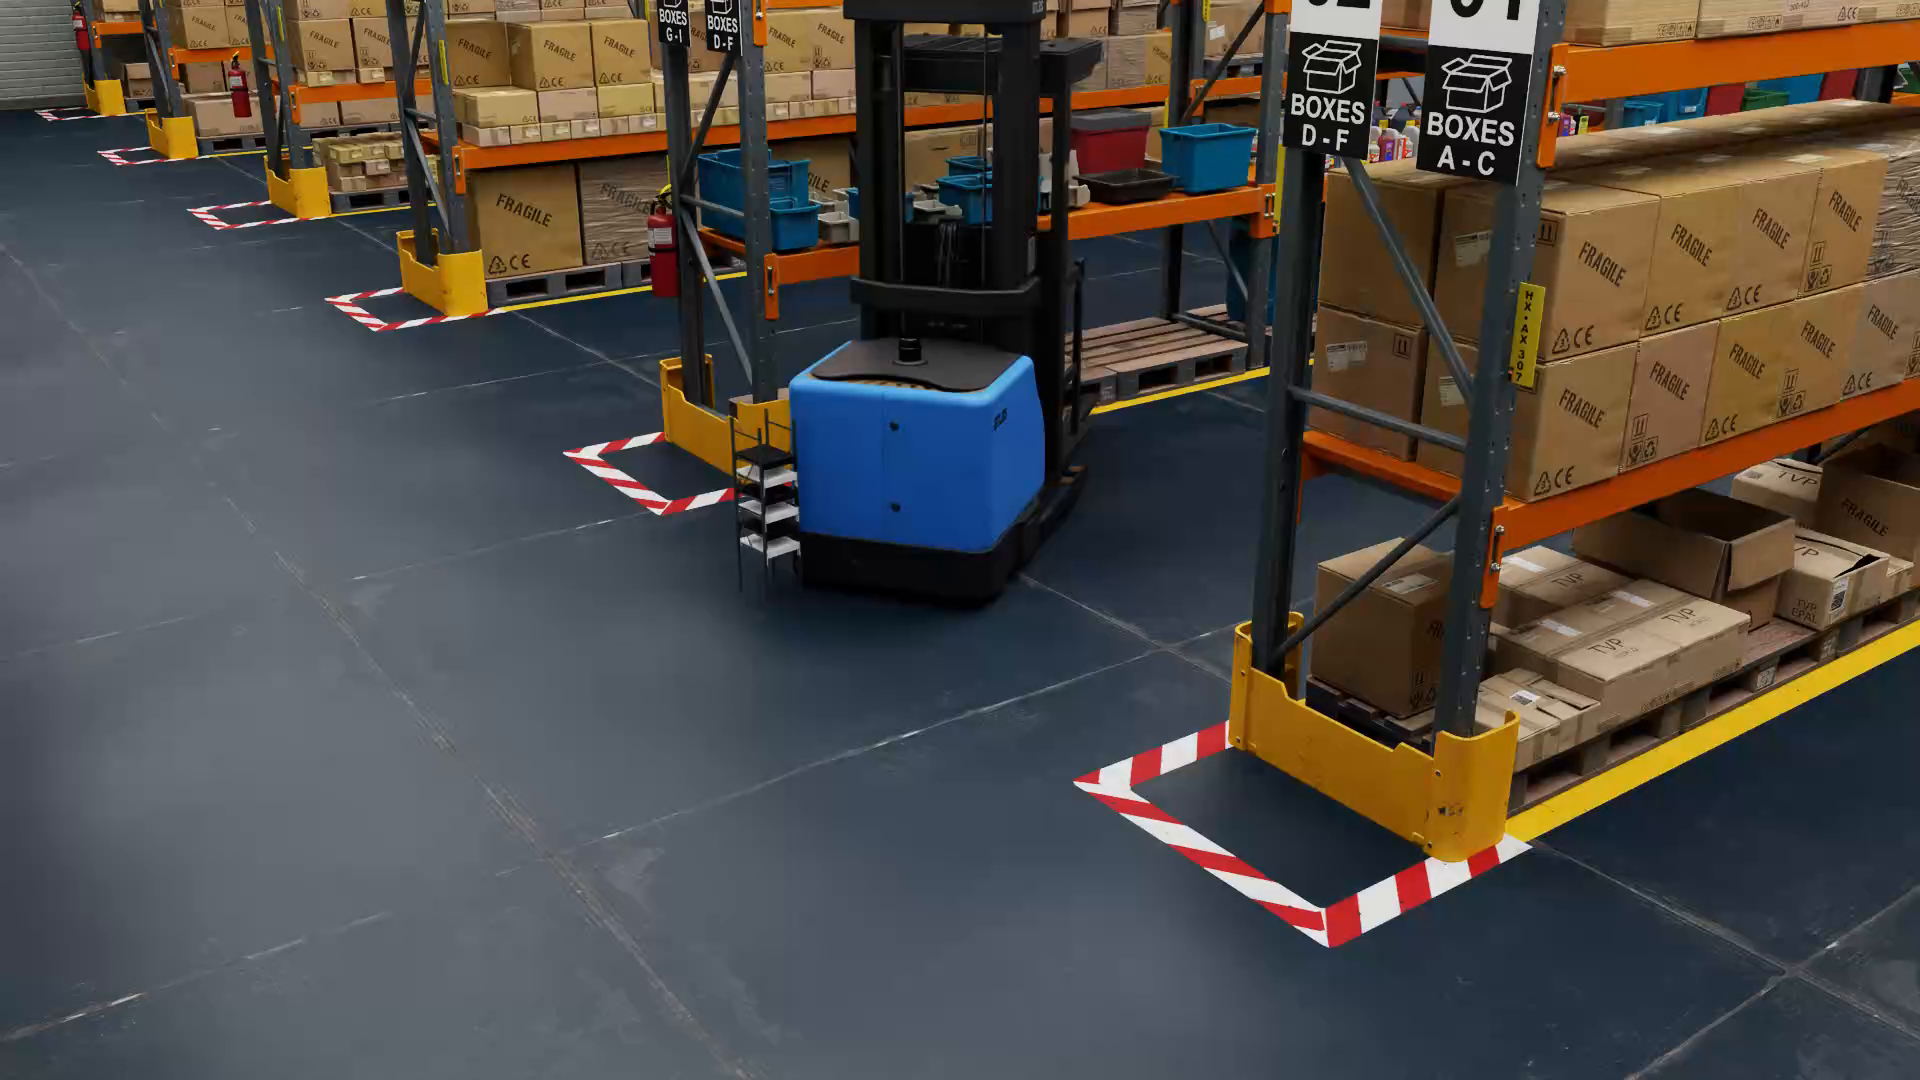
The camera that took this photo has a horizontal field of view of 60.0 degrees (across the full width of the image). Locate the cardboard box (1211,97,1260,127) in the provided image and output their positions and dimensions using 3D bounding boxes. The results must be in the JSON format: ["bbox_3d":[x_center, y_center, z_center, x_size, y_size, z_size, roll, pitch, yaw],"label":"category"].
[{"bbox_3d":[3.156,-4.794,18.632,0.500,0.250,0.500,-12,25,-27],"label":"cardboard box"}]

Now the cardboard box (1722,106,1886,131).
[{"bbox_3d":[3.776,-1.666,7.539,0.500,0.500,0.500,-16,27,-34],"label":"cardboard box"}]

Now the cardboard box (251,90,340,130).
[{"bbox_3d":[-8.861,-5.759,22.173,0.875,0.438,0.875,-14,26,-31],"label":"cardboard box"}]

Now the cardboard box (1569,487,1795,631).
[{"bbox_3d":[3.219,0.079,7.425,0.637,0.503,0.797,-15,26,-33],"label":"cardboard box"}]

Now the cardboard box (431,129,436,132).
[{"bbox_3d":[-5.736,-4.518,18.650,0.250,0.149,0.380,-16,27,-35],"label":"cardboard box"}]

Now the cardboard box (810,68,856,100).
[{"bbox_3d":[-1.247,-4.159,15.073,0.500,0.250,0.500,-15,26,-34],"label":"cardboard box"}]

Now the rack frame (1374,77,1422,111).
[{"bbox_3d":[5.452,-5.997,19.877,0.127,3.000,1.000,-15,26,-33],"label":"rack frame"}]

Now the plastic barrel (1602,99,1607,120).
[{"bbox_3d":[5.808,-3.980,14.671,0.421,0.512,0.421,0,22,0],"label":"plastic barrel"}]

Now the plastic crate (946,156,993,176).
[{"bbox_3d":[0.121,-2.381,10.961,0.300,0.233,0.416,-15,26,-33],"label":"plastic crate"}]

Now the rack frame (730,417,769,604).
[{"bbox_3d":[-1.014,-0.138,8.028,0.006,0.900,0.240,-19,29,-39],"label":"rack frame"}]

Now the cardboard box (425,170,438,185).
[{"bbox_3d":[-5.857,-3.961,18.055,0.250,0.149,0.380,-15,26,-32],"label":"cardboard box"}]

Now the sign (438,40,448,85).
[{"bbox_3d":[-3.969,-3.670,12.771,0.005,0.325,0.100,-15,26,-33],"label":"sign"}]

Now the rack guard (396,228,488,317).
[{"bbox_3d":[-4.308,-2.233,13.818,0.348,0.500,1.175,-15,26,-33],"label":"rack guard"}]

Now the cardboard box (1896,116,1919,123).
[{"bbox_3d":[4.482,-1.608,7.394,0.500,0.500,0.500,-15,26,-33],"label":"cardboard box"}]

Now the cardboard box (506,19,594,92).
[{"bbox_3d":[-3.335,-3.947,13.530,0.500,0.500,0.500,-16,27,-34],"label":"cardboard box"}]

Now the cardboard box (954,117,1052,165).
[{"bbox_3d":[0.191,-3.812,16.701,0.875,0.875,1.225,-16,27,-35],"label":"cardboard box"}]

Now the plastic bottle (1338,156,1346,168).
[{"bbox_3d":[2.746,-2.782,11.989,0.135,0.276,0.152,-15,26,-33],"label":"plastic bottle"}]

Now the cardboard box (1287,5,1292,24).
[{"bbox_3d":[4.099,-5.837,18.770,0.637,0.503,0.797,-12,25,-27],"label":"cardboard box"}]

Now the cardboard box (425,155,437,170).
[{"bbox_3d":[-5.854,-4.103,18.011,0.250,0.149,0.380,-14,26,-31],"label":"cardboard box"}]

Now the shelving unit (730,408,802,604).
[{"bbox_3d":[-0.940,-0.164,8.092,0.210,0.900,0.258,-19,29,-39],"label":"shelving unit"}]

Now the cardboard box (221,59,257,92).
[{"bbox_3d":[-11.222,-7.269,25.871,0.500,0.500,0.500,-14,26,-32],"label":"cardboard box"}]

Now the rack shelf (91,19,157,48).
[{"bbox_3d":[-11.355,-7.972,25.798,4.000,0.370,1.077,-15,26,-33],"label":"rack shelf"}]

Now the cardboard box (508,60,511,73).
[{"bbox_3d":[-5.013,-5.247,18.336,0.250,0.149,0.380,-15,26,-34],"label":"cardboard box"}]

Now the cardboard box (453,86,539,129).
[{"bbox_3d":[-3.741,-3.491,13.397,0.500,0.250,0.500,-16,27,-34],"label":"cardboard box"}]

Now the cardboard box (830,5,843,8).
[{"bbox_3d":[-1.571,-6.536,20.198,0.250,0.149,0.380,-15,26,-33],"label":"cardboard box"}]

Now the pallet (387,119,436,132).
[{"bbox_3d":[-7.492,-5.810,23.172,1.213,0.211,1.003,-15,26,-33],"label":"pallet"}]

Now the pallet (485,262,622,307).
[{"bbox_3d":[-3.685,-2.301,14.377,1.213,0.211,1.003,-15,26,-33],"label":"pallet"}]

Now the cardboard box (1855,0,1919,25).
[{"bbox_3d":[3.280,-2.100,6.266,0.500,0.250,0.500,-15,26,-33],"label":"cardboard box"}]

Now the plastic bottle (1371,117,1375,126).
[{"bbox_3d":[3.208,-3.209,13.065,0.097,0.271,0.097,0,22,0],"label":"plastic bottle"}]

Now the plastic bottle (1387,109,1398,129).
[{"bbox_3d":[3.432,-3.287,13.253,0.135,0.276,0.152,-15,26,-33],"label":"plastic bottle"}]

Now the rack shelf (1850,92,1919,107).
[{"bbox_3d":[9.968,-4.605,17.361,4.000,0.370,1.077,-15,26,-33],"label":"rack shelf"}]

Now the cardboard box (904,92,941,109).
[{"bbox_3d":[-0.522,-4.336,15.580,0.500,0.500,0.500,-15,26,-33],"label":"cardboard box"}]

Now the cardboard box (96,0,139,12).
[{"bbox_3d":[-12.452,-7.959,24.595,0.500,0.250,0.500,-15,26,-33],"label":"cardboard box"}]

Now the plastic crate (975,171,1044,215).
[{"bbox_3d":[0.309,-2.164,10.416,0.300,0.233,0.416,-15,26,-33],"label":"plastic crate"}]

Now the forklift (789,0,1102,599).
[{"bbox_3d":[0.101,-1.594,8.936,1.130,2.935,3.031,7,23,17],"label":"forklift"}]

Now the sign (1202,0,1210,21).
[{"bbox_3d":[2.532,-5.502,17.076,0.005,0.325,0.100,-15,26,-33],"label":"sign"}]

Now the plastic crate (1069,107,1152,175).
[{"bbox_3d":[0.980,-2.715,11.485,0.583,0.464,0.402,-15,26,-33],"label":"plastic crate"}]

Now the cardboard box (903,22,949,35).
[{"bbox_3d":[-0.528,-4.918,15.686,0.637,0.503,0.797,-16,27,-34],"label":"cardboard box"}]

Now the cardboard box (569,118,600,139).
[{"bbox_3d":[-3.182,-3.429,13.780,0.250,0.149,0.380,-15,26,-34],"label":"cardboard box"}]

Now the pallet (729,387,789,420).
[{"bbox_3d":[-0.704,-0.781,10.569,1.213,0.211,1.003,-15,26,-33],"label":"pallet"}]

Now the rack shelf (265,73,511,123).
[{"bbox_3d":[-5.480,-5.012,18.380,4.000,0.370,1.077,-15,26,-33],"label":"rack shelf"}]

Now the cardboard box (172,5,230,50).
[{"bbox_3d":[-9.519,-6.445,20.865,0.500,0.500,0.500,-15,26,-33],"label":"cardboard box"}]

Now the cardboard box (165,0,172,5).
[{"bbox_3d":[-9.824,-7.068,21.077,0.500,0.500,0.500,-14,26,-31],"label":"cardboard box"}]

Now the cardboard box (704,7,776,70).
[{"bbox_3d":[-1.984,-4.551,15.043,0.500,0.500,0.500,-15,26,-33],"label":"cardboard box"}]

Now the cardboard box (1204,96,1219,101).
[{"bbox_3d":[3.189,-6.834,24.276,0.875,0.875,0.875,-14,26,-32],"label":"cardboard box"}]

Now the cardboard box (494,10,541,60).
[{"bbox_3d":[-4.911,-5.555,18.233,0.500,0.500,0.500,-15,26,-33],"label":"cardboard box"}]

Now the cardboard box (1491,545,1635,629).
[{"bbox_3d":[2.580,0.266,7.299,0.500,0.250,0.500,-15,26,-33],"label":"cardboard box"}]

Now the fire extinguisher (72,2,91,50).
[{"bbox_3d":[-12.827,-7.493,24.235,0.183,0.674,0.296,-15,26,-33],"label":"fire extinguisher"}]

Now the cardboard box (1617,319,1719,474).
[{"bbox_3d":[2.424,-0.595,6.204,0.500,0.500,0.500,-15,26,-33],"label":"cardboard box"}]

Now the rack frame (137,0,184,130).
[{"bbox_3d":[-10.076,-6.381,20.839,0.127,3.000,1.000,-15,26,-33],"label":"rack frame"}]

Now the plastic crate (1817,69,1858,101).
[{"bbox_3d":[8.131,-4.339,15.638,0.583,0.464,0.402,-15,26,-33],"label":"plastic crate"}]

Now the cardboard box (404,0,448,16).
[{"bbox_3d":[-5.743,-5.797,17.490,0.500,0.500,0.500,-16,27,-34],"label":"cardboard box"}]

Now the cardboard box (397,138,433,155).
[{"bbox_3d":[-5.894,-4.262,18.008,0.250,0.149,0.380,-16,27,-35],"label":"cardboard box"}]

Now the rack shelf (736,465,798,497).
[{"bbox_3d":[-0.940,-0.300,8.037,0.200,0.077,0.258,-19,29,-39],"label":"rack shelf"}]

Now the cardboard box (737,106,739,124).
[{"bbox_3d":[-1.933,-3.761,14.613,0.250,0.149,0.380,-14,26,-32],"label":"cardboard box"}]

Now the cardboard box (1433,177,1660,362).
[{"bbox_3d":[2.008,-0.946,5.735,0.500,0.500,0.500,-14,26,-31],"label":"cardboard box"}]
